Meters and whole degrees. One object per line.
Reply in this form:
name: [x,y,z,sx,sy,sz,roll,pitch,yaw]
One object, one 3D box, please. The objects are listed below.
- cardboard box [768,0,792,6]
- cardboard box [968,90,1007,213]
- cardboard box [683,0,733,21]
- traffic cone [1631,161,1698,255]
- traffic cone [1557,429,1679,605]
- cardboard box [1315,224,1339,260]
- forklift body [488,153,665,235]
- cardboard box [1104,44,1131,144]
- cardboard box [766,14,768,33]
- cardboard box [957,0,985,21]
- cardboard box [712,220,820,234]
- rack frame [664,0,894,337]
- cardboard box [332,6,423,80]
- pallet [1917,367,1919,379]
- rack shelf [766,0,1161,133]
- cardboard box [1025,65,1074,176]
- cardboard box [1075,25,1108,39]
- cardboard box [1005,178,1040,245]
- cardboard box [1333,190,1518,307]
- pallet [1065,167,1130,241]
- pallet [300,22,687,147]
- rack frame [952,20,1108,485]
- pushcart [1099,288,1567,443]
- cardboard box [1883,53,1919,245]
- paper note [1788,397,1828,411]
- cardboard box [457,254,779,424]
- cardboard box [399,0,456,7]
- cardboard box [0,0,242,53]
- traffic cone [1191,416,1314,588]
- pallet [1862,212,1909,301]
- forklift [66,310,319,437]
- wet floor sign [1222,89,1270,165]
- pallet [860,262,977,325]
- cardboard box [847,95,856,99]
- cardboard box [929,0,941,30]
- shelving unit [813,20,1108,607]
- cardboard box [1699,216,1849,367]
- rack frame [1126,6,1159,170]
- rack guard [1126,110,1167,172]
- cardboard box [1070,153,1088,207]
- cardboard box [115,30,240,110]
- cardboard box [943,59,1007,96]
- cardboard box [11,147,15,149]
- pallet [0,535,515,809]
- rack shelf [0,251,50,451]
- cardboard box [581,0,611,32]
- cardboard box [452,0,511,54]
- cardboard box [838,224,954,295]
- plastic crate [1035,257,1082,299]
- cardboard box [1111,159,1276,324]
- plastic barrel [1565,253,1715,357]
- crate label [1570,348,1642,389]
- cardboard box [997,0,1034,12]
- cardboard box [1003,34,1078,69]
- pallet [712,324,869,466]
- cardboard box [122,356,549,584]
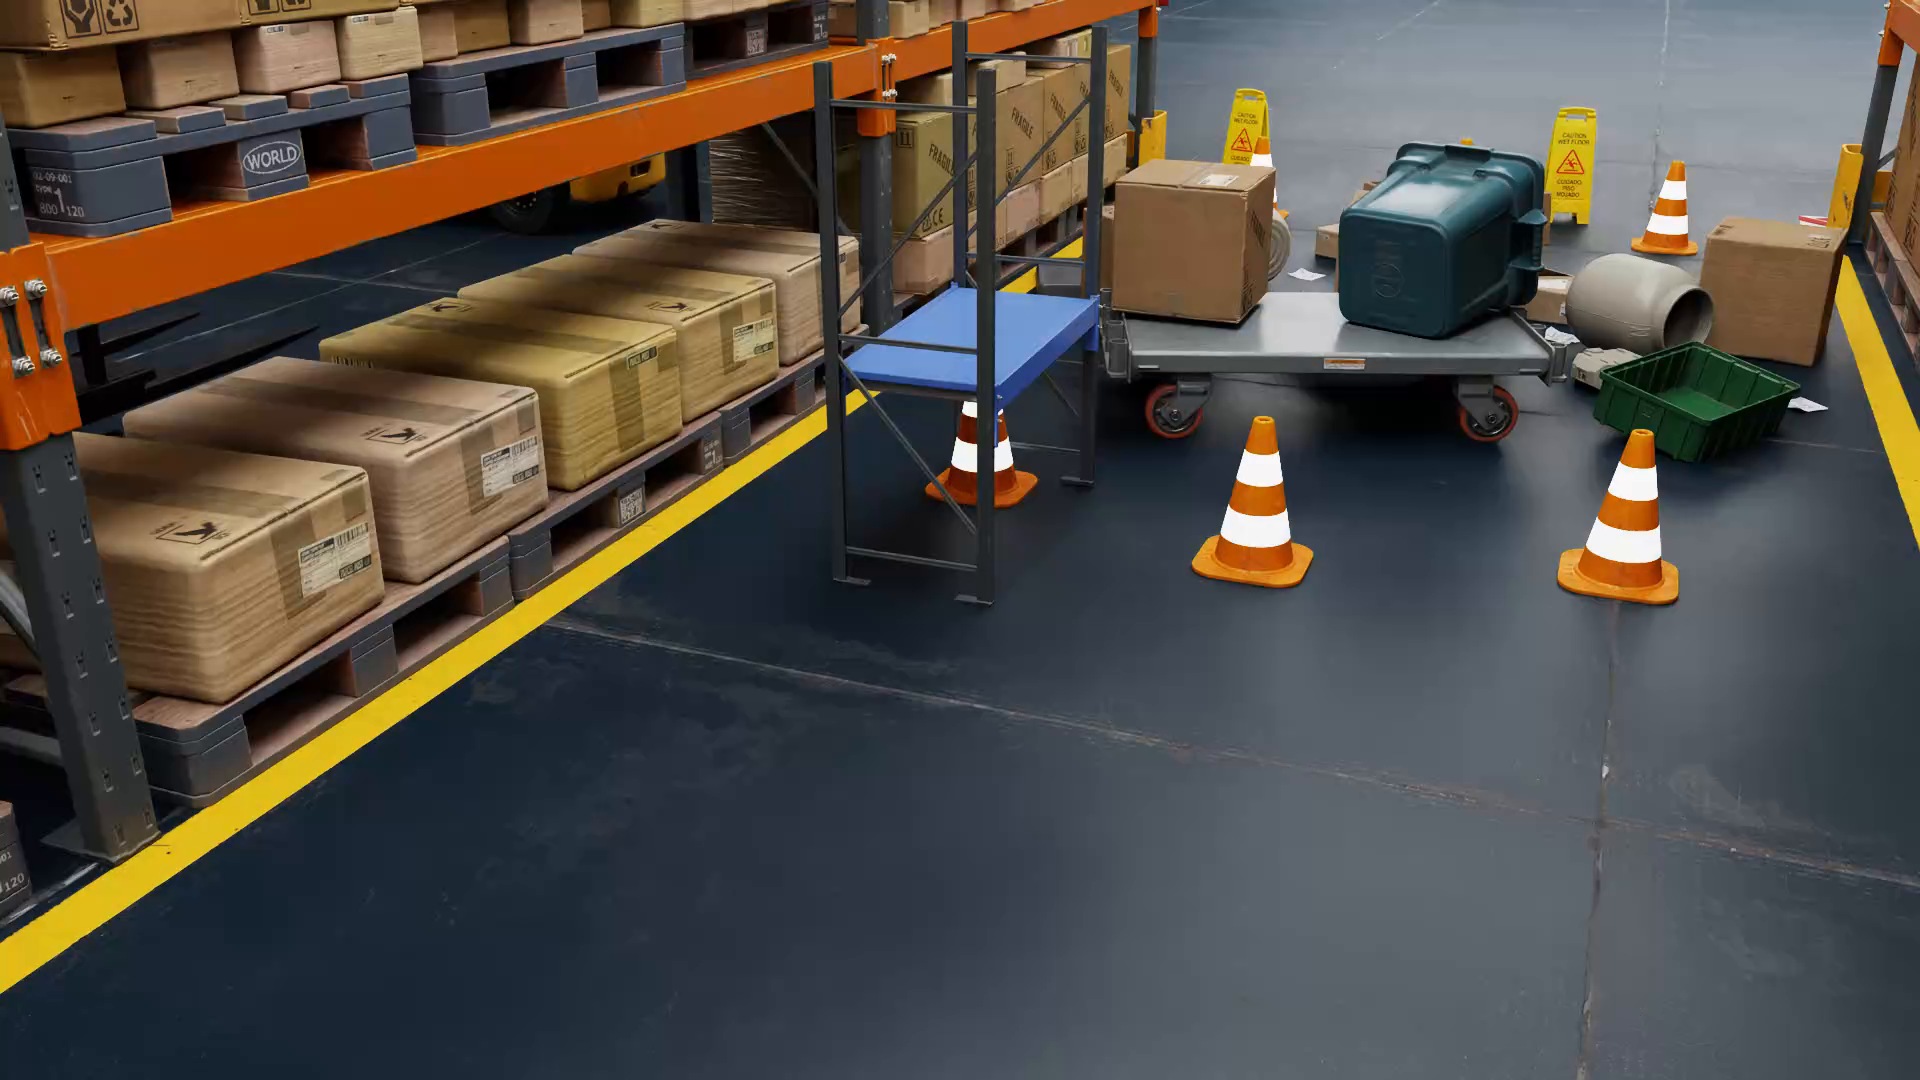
cardboard box: [-0.814,-1.969,5.854,0.380,0.149,0.250,8,24,18]
cardboard box: [-0.107,-1.844,7.822,0.500,0.500,0.500,10,25,22]
cardboard box: [-0.968,-1.780,5.401,0.380,0.149,0.250,9,24,20]
traffic cone: [3.839,-1.808,8.979,0.336,0.463,0.334,9,24,20]
traffic cone: [1.968,-0.100,4.889,0.336,0.463,0.334,9,24,20]
cardboard box: [2.110,-1.565,8.803,0.250,0.149,0.380,-17,28,-35]
forklift body: [-2.899,-3.016,9.680,2.313,2.155,1.214,9,24,20]
cardboard box: [0.666,-2.585,9.597,0.500,0.500,0.500,9,24,20]
cardboard box: [-0.928,-2.250,7.070,0.380,0.149,0.250,9,24,20]
cardboard box: [-0.110,-2.438,7.522,0.380,0.149,0.250,10,25,22]
cardboard box: [-0.795,-1.382,7.689,0.500,0.250,0.500,10,25,22]
rack frame: [-0.765,-2.207,6.641,1.000,3.000,0.127,9,24,20]
cardboard box: [-1.555,-1.226,4.075,0.380,0.149,0.250,9,24,20]
pallet: [4.224,-0.508,6.193,1.003,0.211,1.213,9,24,20]
rack shelf: [-0.022,-2.591,8.493,1.077,0.370,4.000,9,24,20]
cardboard box: [0.281,-2.218,8.719,0.500,0.500,0.500,8,24,19]
cardboard box: [0.592,-2.744,9.135,0.380,0.149,0.250,10,24,22]
cardboard box: [0.087,-1.687,8.420,0.500,0.250,0.500,8,24,19]
cardboard box: [2.079,-1.222,7.347,0.797,0.637,0.503,9,24,20]
pallet: [0.358,-2.039,9.857,1.003,0.211,1.213,9,24,20]
pallet: [-1.553,-1.401,4.961,1.003,0.211,1.213,9,24,20]
rack frame: [0.217,-0.915,5.459,0.500,1.500,0.032,8,25,19]
pushcart: [1.371,-0.688,6.408,1.648,0.377,0.936,1,23,2]
cardboard box: [5.164,-1.927,8.183,0.875,0.875,0.875,9,24,20]
paper note: [3.278,-0.535,6.490,0.147,0.020,0.142,-7,24,-17]
cardboard box: [-1.221,-0.742,6.000,0.950,0.372,0.625,10,25,23]
cardboard box: [-1.490,-1.659,4.269,0.500,0.500,0.500,9,24,21]
cardboard box: [-1.869,-1.280,3.363,0.500,0.500,0.500,8,24,19]
traffic cone: [0.895,-0.145,4.997,0.336,0.463,0.334,9,24,20]
pallet: [5.130,-1.382,8.284,1.003,0.211,1.213,9,24,20]
forklift: [-3.450,-1.521,5.090,1.130,2.935,3.031,8,24,19]
wet floor sign: [1.785,-2.467,10.318,0.267,0.644,0.232,19,29,38]
pallet: [-0.548,-1.165,7.766,1.003,0.211,1.213,9,24,20]
cardboard box: [-0.607,-1.910,7.981,0.500,0.500,0.500,9,24,21]
cardboard box: [-0.304,-2.255,7.084,0.380,0.149,0.250,10,24,22]
shelving unit: [0.037,-0.726,5.023,0.538,1.500,1.048,8,25,19]
cardboard box: [3.492,-1.084,7.194,0.500,0.500,0.500,13,26,29]
rack frame: [0.721,-3.638,10.068,1.000,3.000,0.127,9,24,20]
rack guard: [0.693,-2.458,10.485,1.175,0.500,0.348,9,24,20]
cardboard box: [0.471,-2.051,9.291,0.500,0.250,0.500,9,24,20]
cardboard box: [-1.821,-1.039,3.627,0.380,0.149,0.250,7,24,17]
cardboard box: [-0.004,-2.170,7.761,0.380,0.149,0.250,10,25,22]
cardboard box: [-4.908,-2.201,9.001,0.500,0.250,0.500,9,24,20]
pallet: [-1.959,0.232,4.421,1.003,0.211,1.213,9,24,20]
rack shelf: [-2.993,0.272,1.640,1.077,0.370,4.000,9,24,20]
cardboard box: [-1.285,-1.618,5.014,0.380,0.149,0.250,8,24,18]
cardboard box: [-1.469,-1.430,4.563,0.380,0.149,0.250,10,25,22]
cardboard box: [-0.295,-1.304,7.503,0.500,0.250,0.500,8,24,18]
plastic crate: [0.580,-1.304,8.268,0.402,0.080,0.583,1,23,2]
cardboard box: [0.899,-1.159,6.393,0.500,0.500,0.500,9,24,20]
plastic barrel: [2.866,-0.971,7.026,0.421,0.421,0.512,-12,25,-26]
crate label: [2.629,-0.682,6.705,0.298,0.136,0.250,-7,24,-17]
cardboard box: [0.134,-2.614,7.942,0.380,0.149,0.250,9,24,20]
cardboard box: [0.396,-2.560,8.695,0.380,0.149,0.250,10,25,22]
pallet: [-1.053,-0.641,6.511,1.003,0.211,1.213,9,24,20]
cardboard box: [-1.765,-0.223,4.756,0.950,0.372,0.625,8,24,19]
